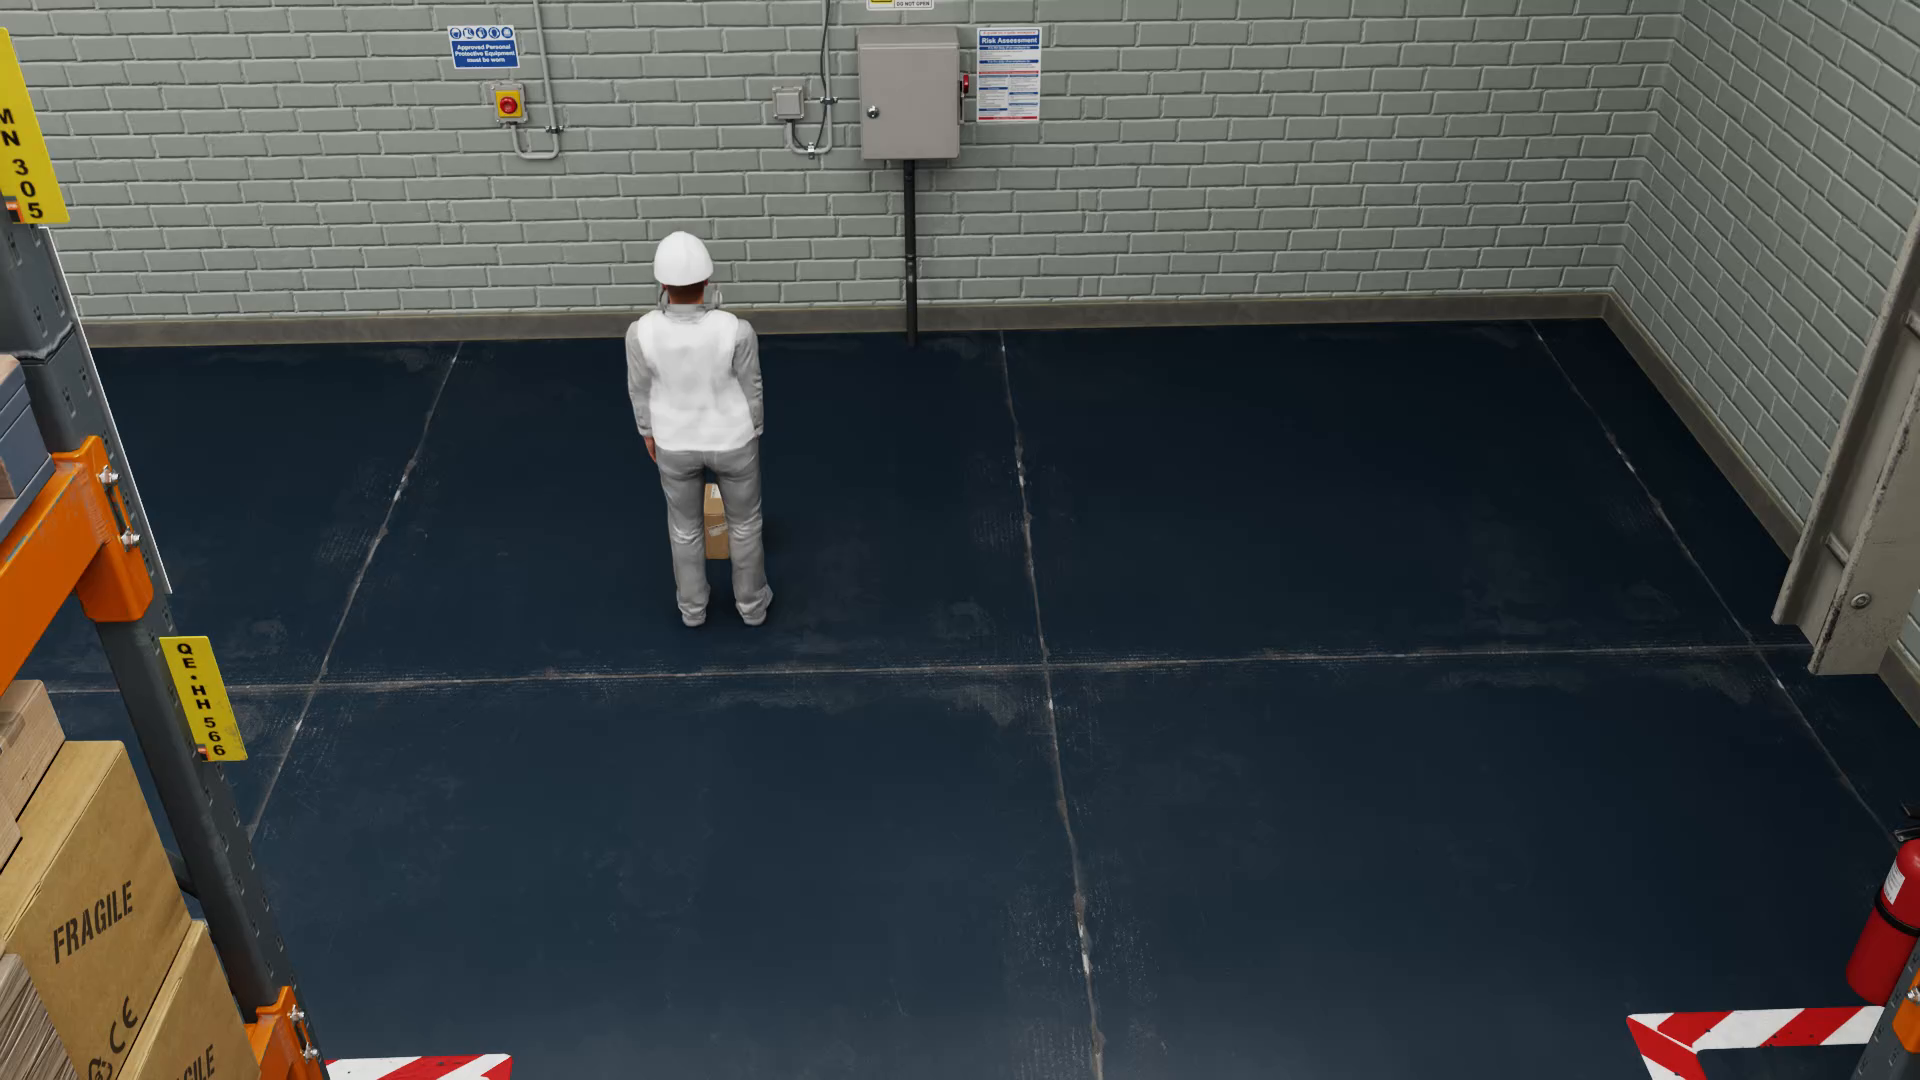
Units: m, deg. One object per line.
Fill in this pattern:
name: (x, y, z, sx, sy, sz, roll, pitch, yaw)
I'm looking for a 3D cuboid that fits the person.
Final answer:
person: (-1.047, -0.424, 6.738, 0.532, 1.764, 0.360, -1, 35, -1)
